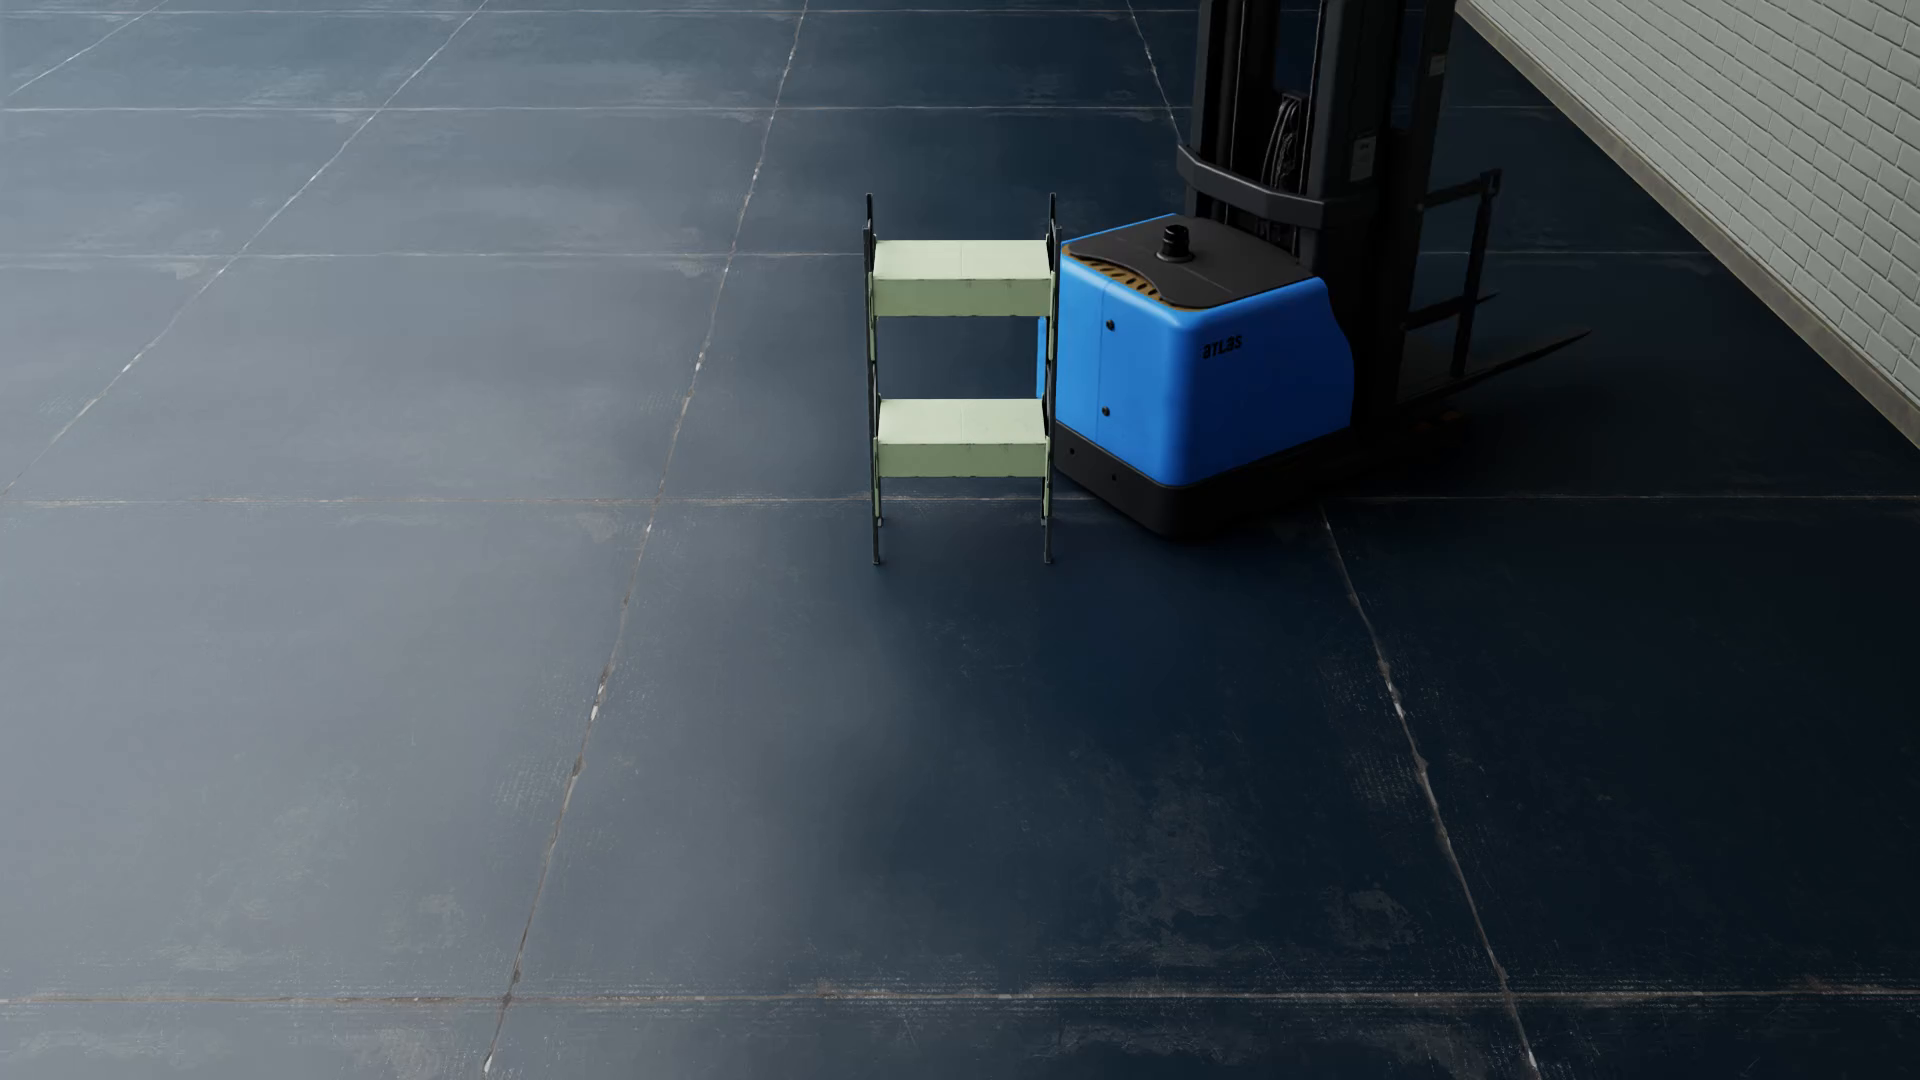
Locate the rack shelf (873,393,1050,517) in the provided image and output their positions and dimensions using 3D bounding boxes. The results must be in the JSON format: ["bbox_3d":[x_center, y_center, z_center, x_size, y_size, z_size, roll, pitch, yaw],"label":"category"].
[{"bbox_3d":[0.007,-0.363,7.030,0.720,0.370,0.431,0,31,0],"label":"rack shelf"}]

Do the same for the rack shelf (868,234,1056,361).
[{"bbox_3d":[0.007,-0.975,6.659,0.720,0.370,0.431,0,31,0],"label":"rack shelf"}]

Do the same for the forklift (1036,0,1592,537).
[{"bbox_3d":[1.841,-1.852,7.477,3.031,2.935,1.130,-20,36,-29],"label":"forklift"}]

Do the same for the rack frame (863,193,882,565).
[{"bbox_3d":[-0.359,-0.640,6.859,0.023,1.500,0.400,0,31,0],"label":"rack frame"}]

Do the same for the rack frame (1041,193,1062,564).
[{"bbox_3d":[0.373,-0.642,6.863,0.023,1.500,0.400,0,31,0],"label":"rack frame"}]

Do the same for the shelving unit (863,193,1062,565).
[{"bbox_3d":[0.007,-0.641,6.861,0.755,1.500,0.431,0,31,0],"label":"shelving unit"}]
